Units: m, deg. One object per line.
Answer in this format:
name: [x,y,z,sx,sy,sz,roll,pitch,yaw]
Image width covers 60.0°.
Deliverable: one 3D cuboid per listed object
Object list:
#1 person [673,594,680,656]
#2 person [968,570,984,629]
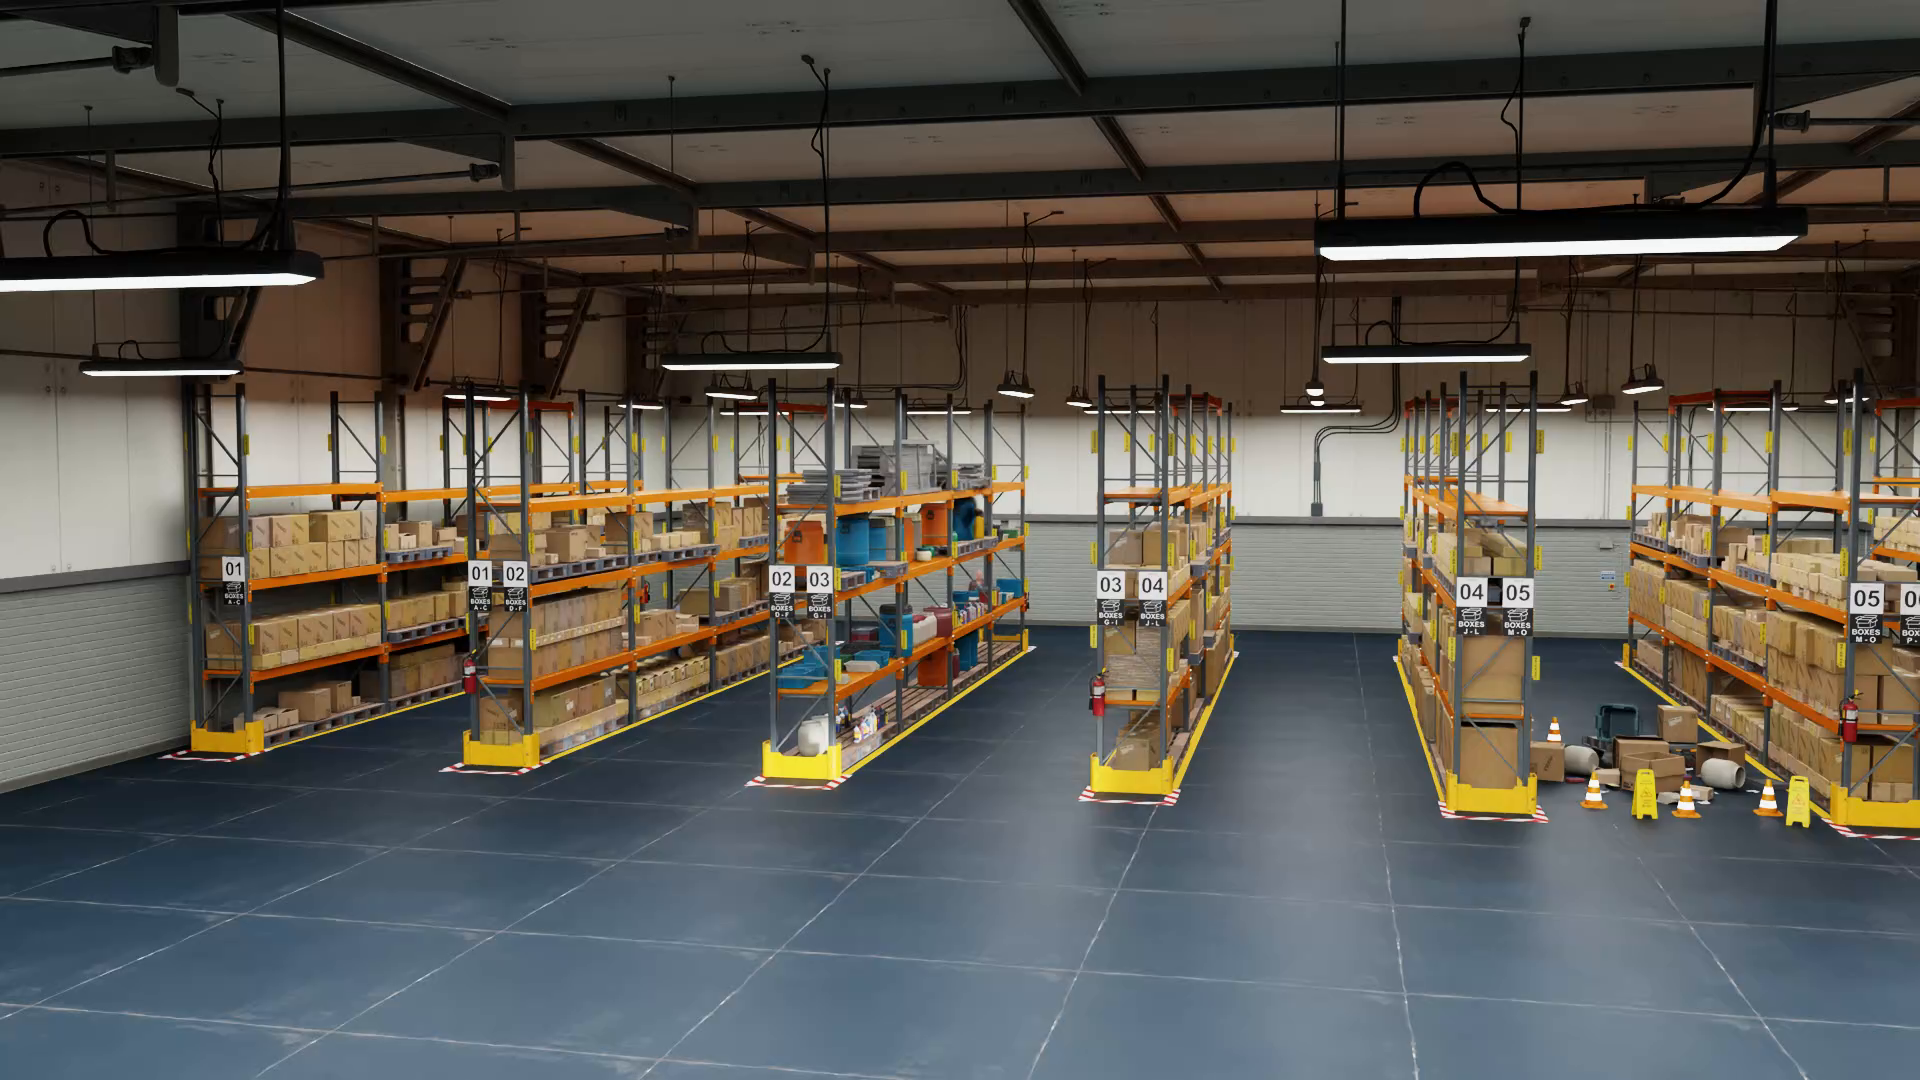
person: [-6.307,2.045,37.548,0.506,1.648,0.445,-2,4,-30]
person: [0.470,1.656,42.915,0.615,1.743,1.002,1,3,12]
